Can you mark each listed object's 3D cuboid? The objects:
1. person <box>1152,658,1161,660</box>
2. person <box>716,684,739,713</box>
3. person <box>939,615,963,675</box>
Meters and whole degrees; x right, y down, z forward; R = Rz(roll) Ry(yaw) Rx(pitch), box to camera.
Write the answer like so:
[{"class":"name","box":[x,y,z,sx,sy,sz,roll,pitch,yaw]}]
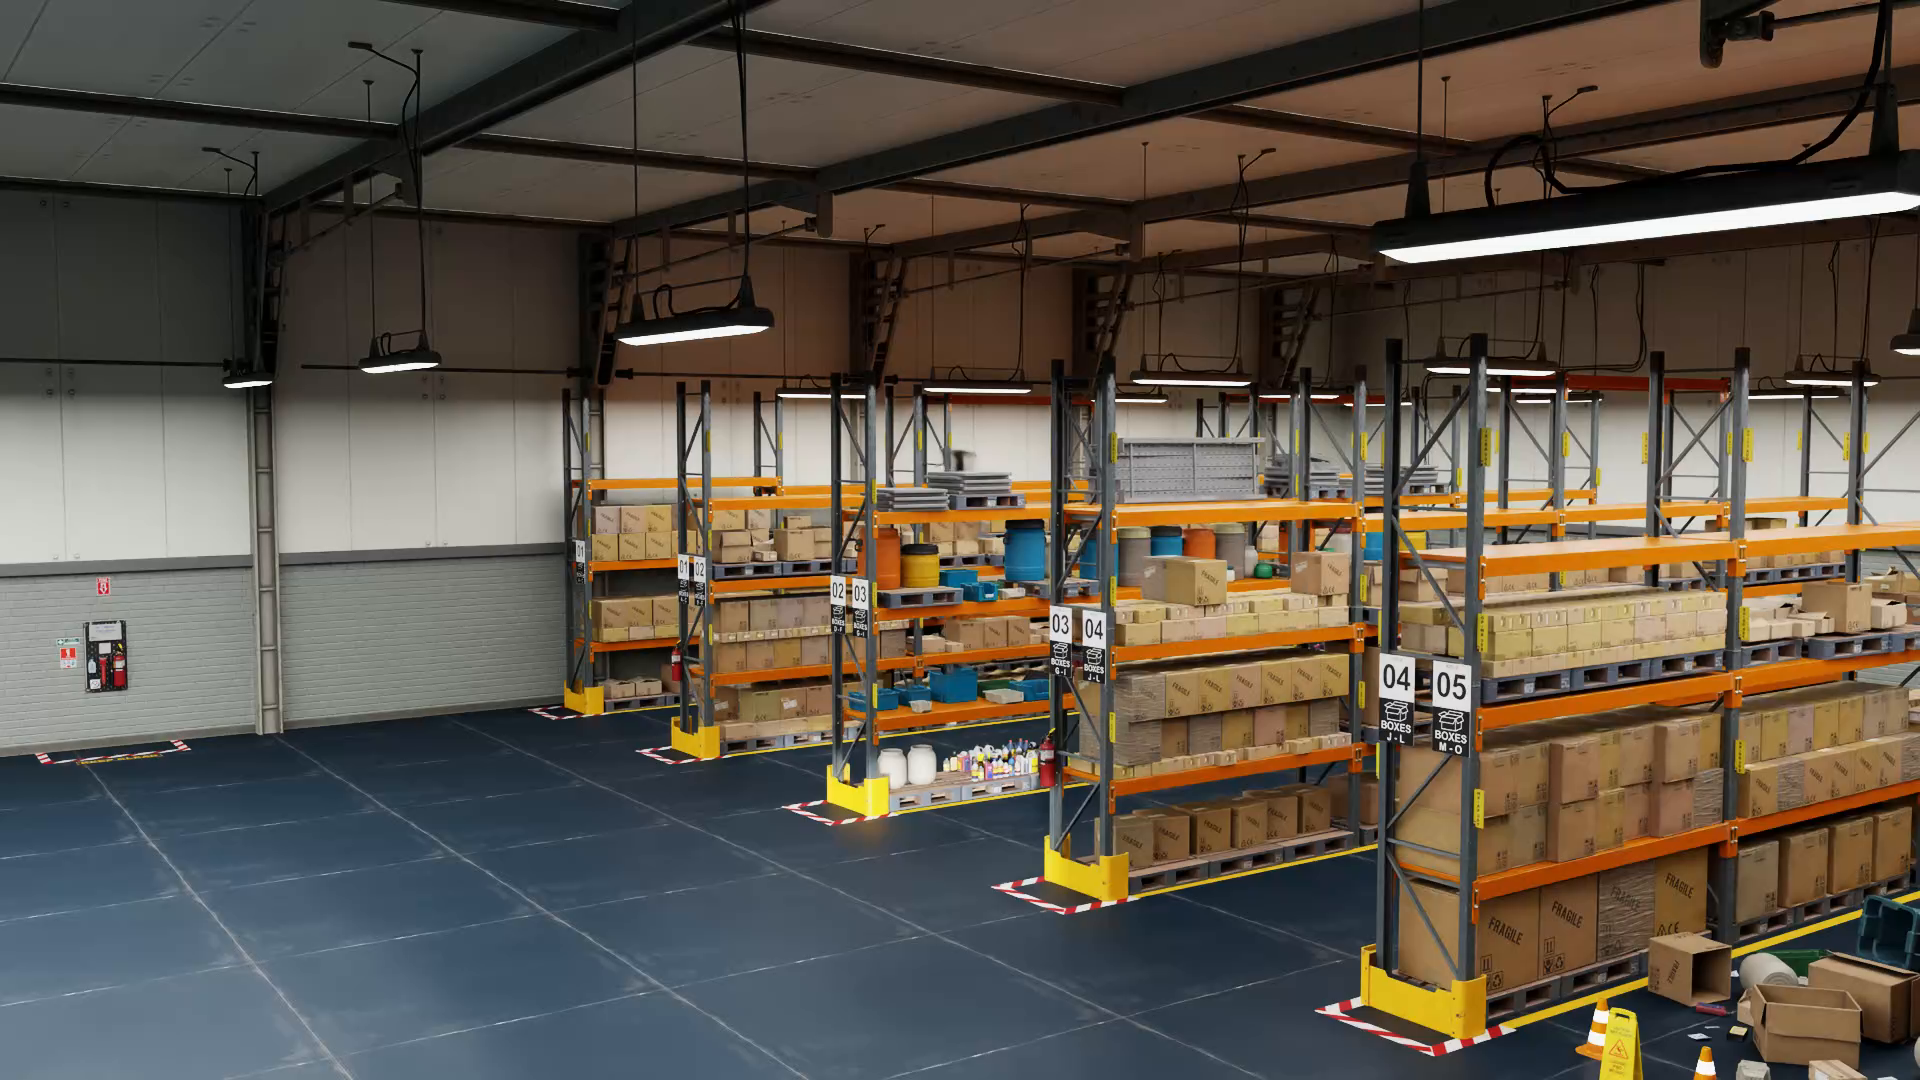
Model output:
[{"class":"person","box":[3.360,2.436,29.293,0.671,1.708,0.655,-3,5,-40]},{"class":"person","box":[-4.214,2.424,29.253,0.649,1.755,0.818,1,4,19]},{"class":"person","box":[-0.125,2.204,33.388,0.808,1.625,0.507,-3,5,-42]}]
